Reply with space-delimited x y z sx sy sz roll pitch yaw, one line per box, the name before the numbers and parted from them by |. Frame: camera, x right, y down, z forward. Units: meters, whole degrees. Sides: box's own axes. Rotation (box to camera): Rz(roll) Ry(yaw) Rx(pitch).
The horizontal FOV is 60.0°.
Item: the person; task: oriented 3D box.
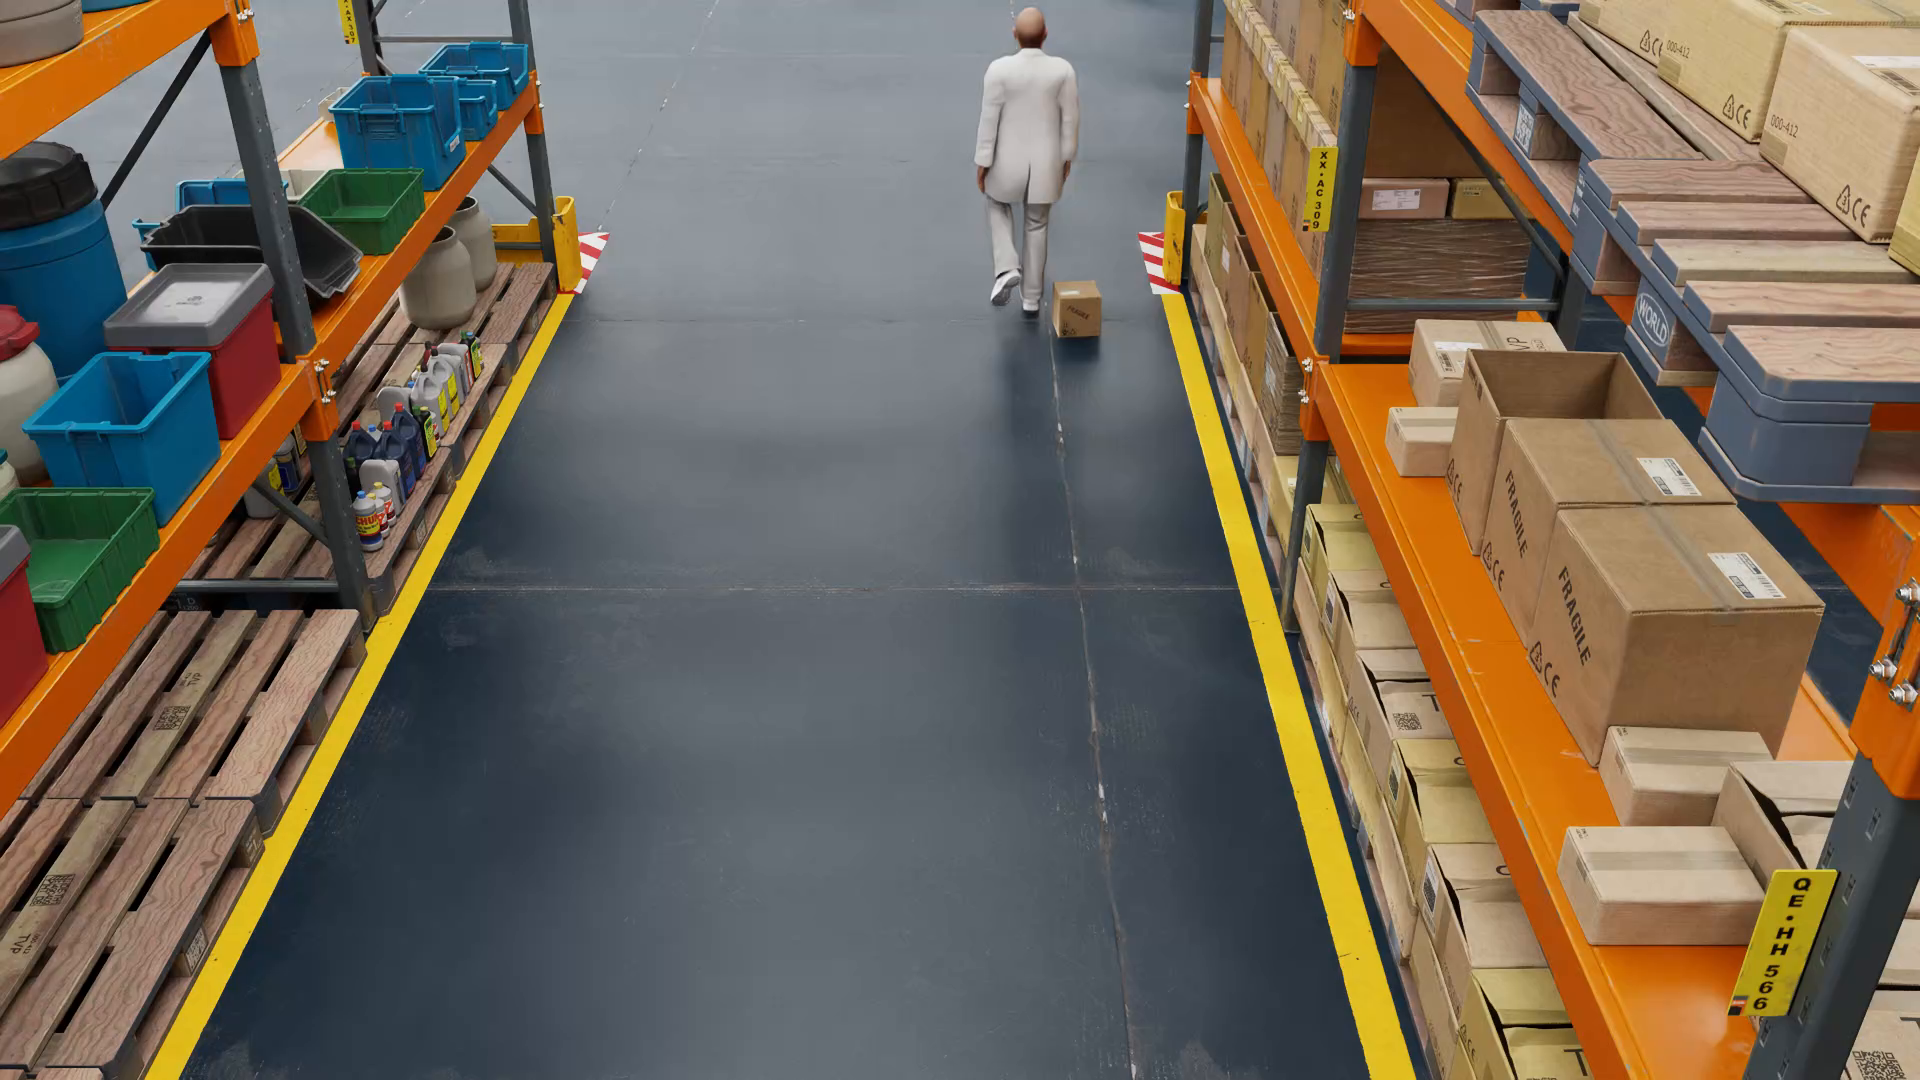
person | 0.385 -2.234 9.819 0.620 1.810 0.484 -2 31 -3
